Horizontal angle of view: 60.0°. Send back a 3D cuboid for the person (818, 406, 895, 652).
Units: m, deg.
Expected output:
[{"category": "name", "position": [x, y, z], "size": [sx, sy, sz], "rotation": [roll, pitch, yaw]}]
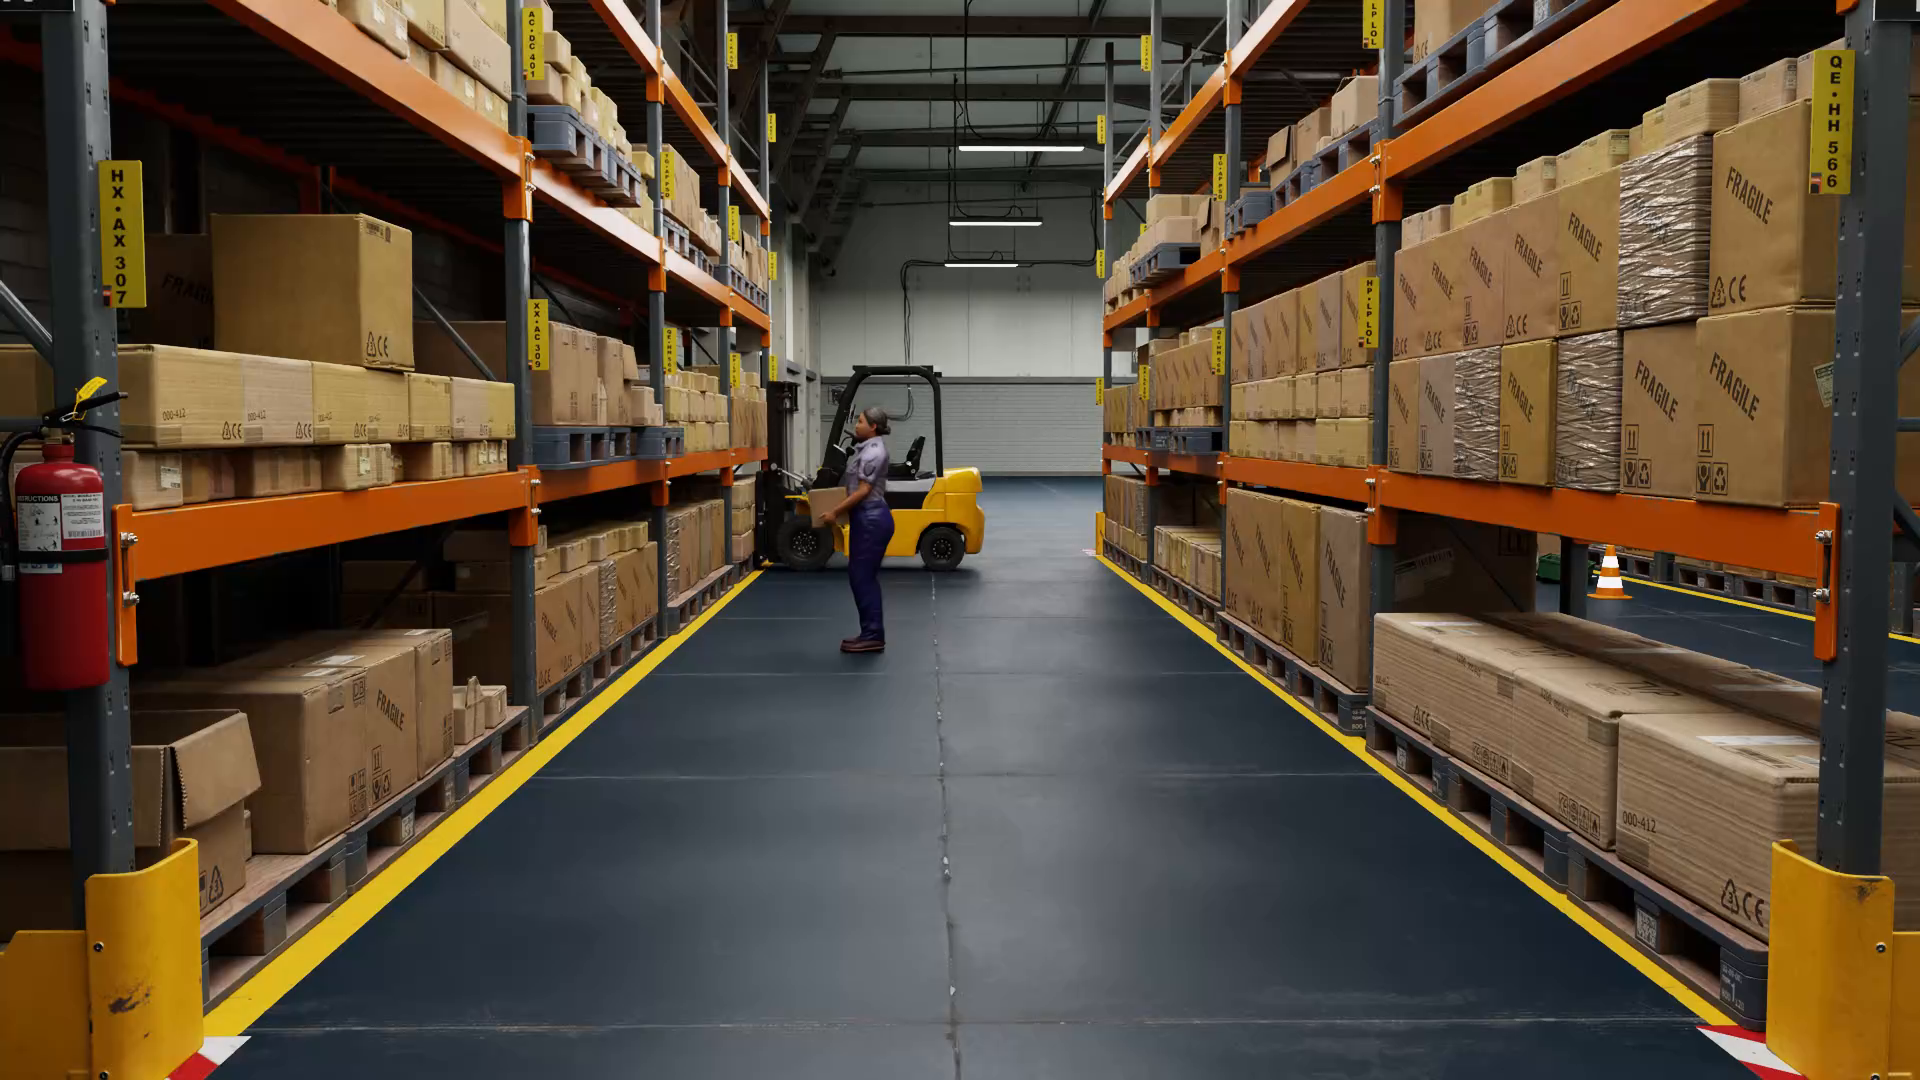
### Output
[{"category": "person", "position": [-0.698, -0.079, 11.260], "size": [0.511, 1.647, 0.471], "rotation": [0, 4, -2]}]
